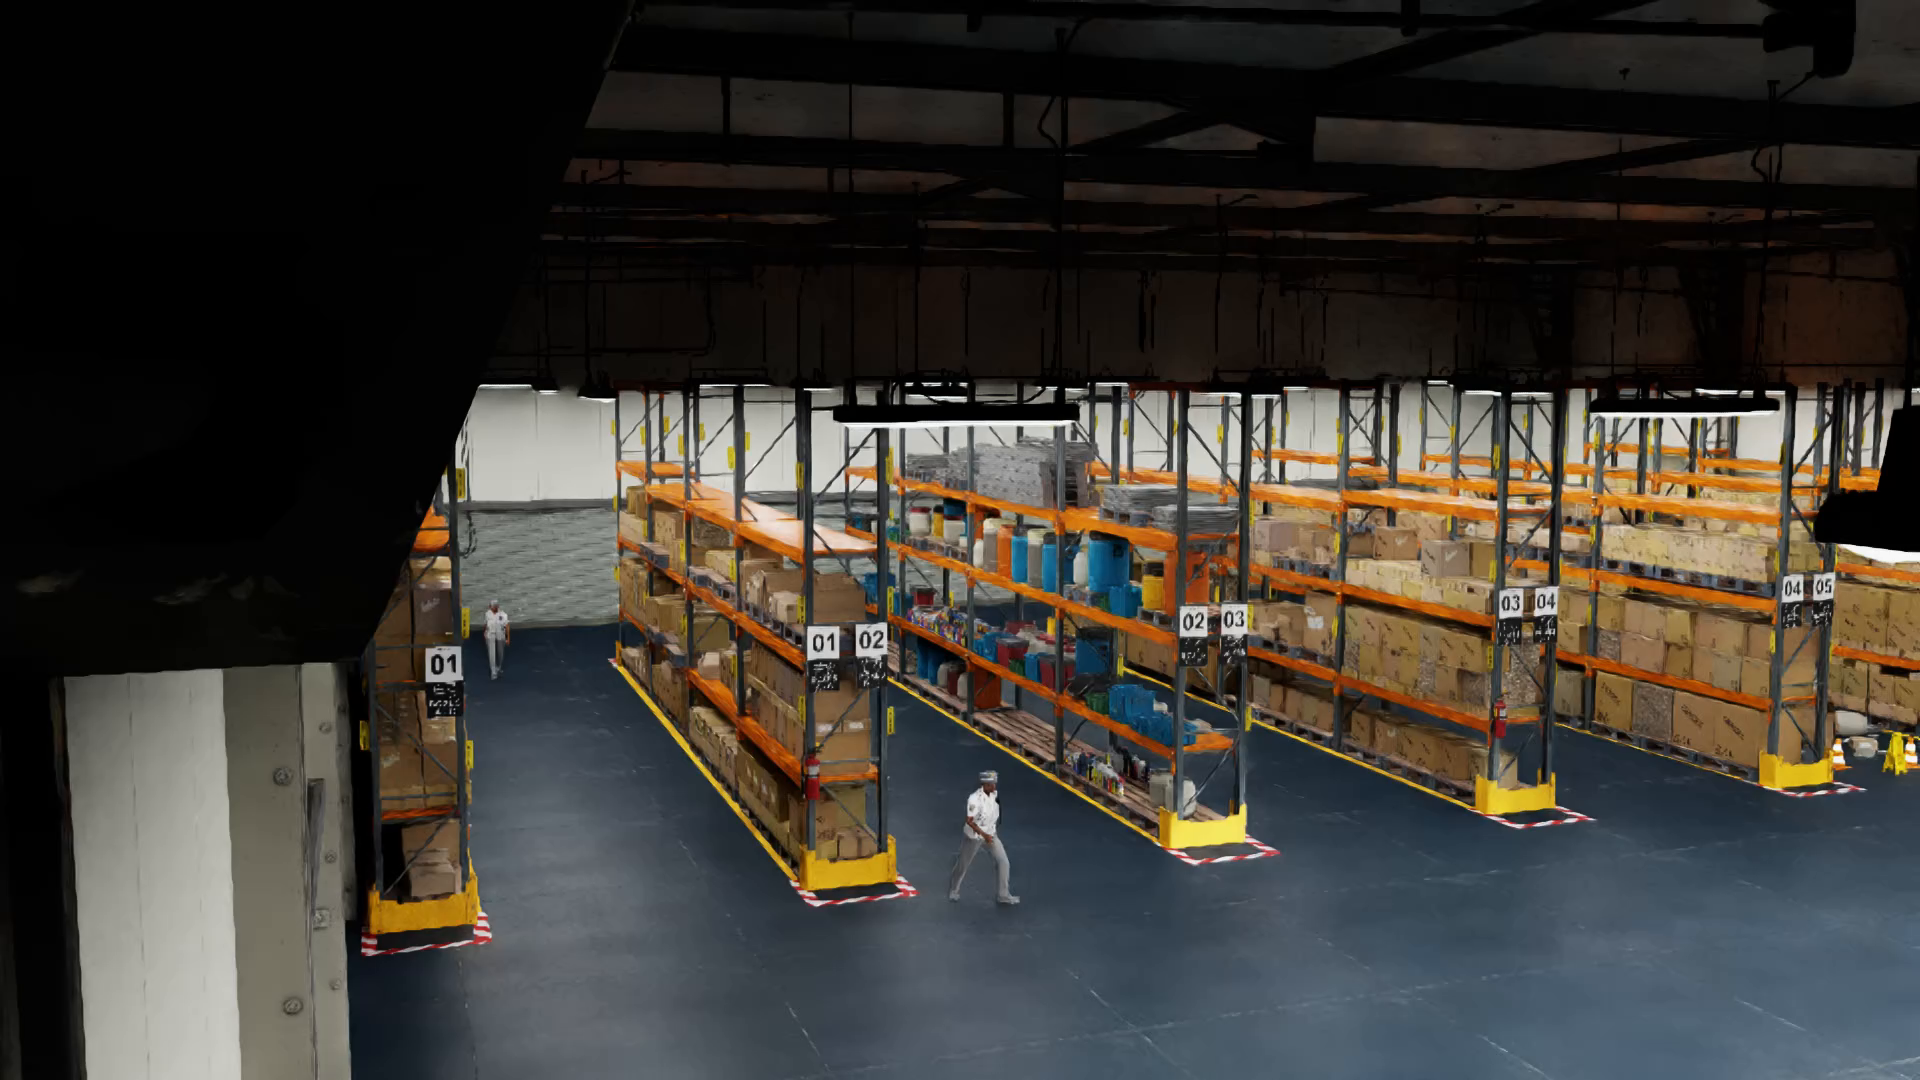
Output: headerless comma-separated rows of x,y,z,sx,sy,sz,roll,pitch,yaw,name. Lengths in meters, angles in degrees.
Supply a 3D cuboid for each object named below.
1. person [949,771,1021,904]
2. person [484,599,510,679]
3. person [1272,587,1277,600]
0.255,3.459,19.552,0.613,1.603,0.825,-4,7,-36,person
-9.362,1.975,33.634,0.493,1.605,0.982,-2,6,-20,person
8.181,0.799,44.031,0.587,1.777,0.563,2,6,16,person
